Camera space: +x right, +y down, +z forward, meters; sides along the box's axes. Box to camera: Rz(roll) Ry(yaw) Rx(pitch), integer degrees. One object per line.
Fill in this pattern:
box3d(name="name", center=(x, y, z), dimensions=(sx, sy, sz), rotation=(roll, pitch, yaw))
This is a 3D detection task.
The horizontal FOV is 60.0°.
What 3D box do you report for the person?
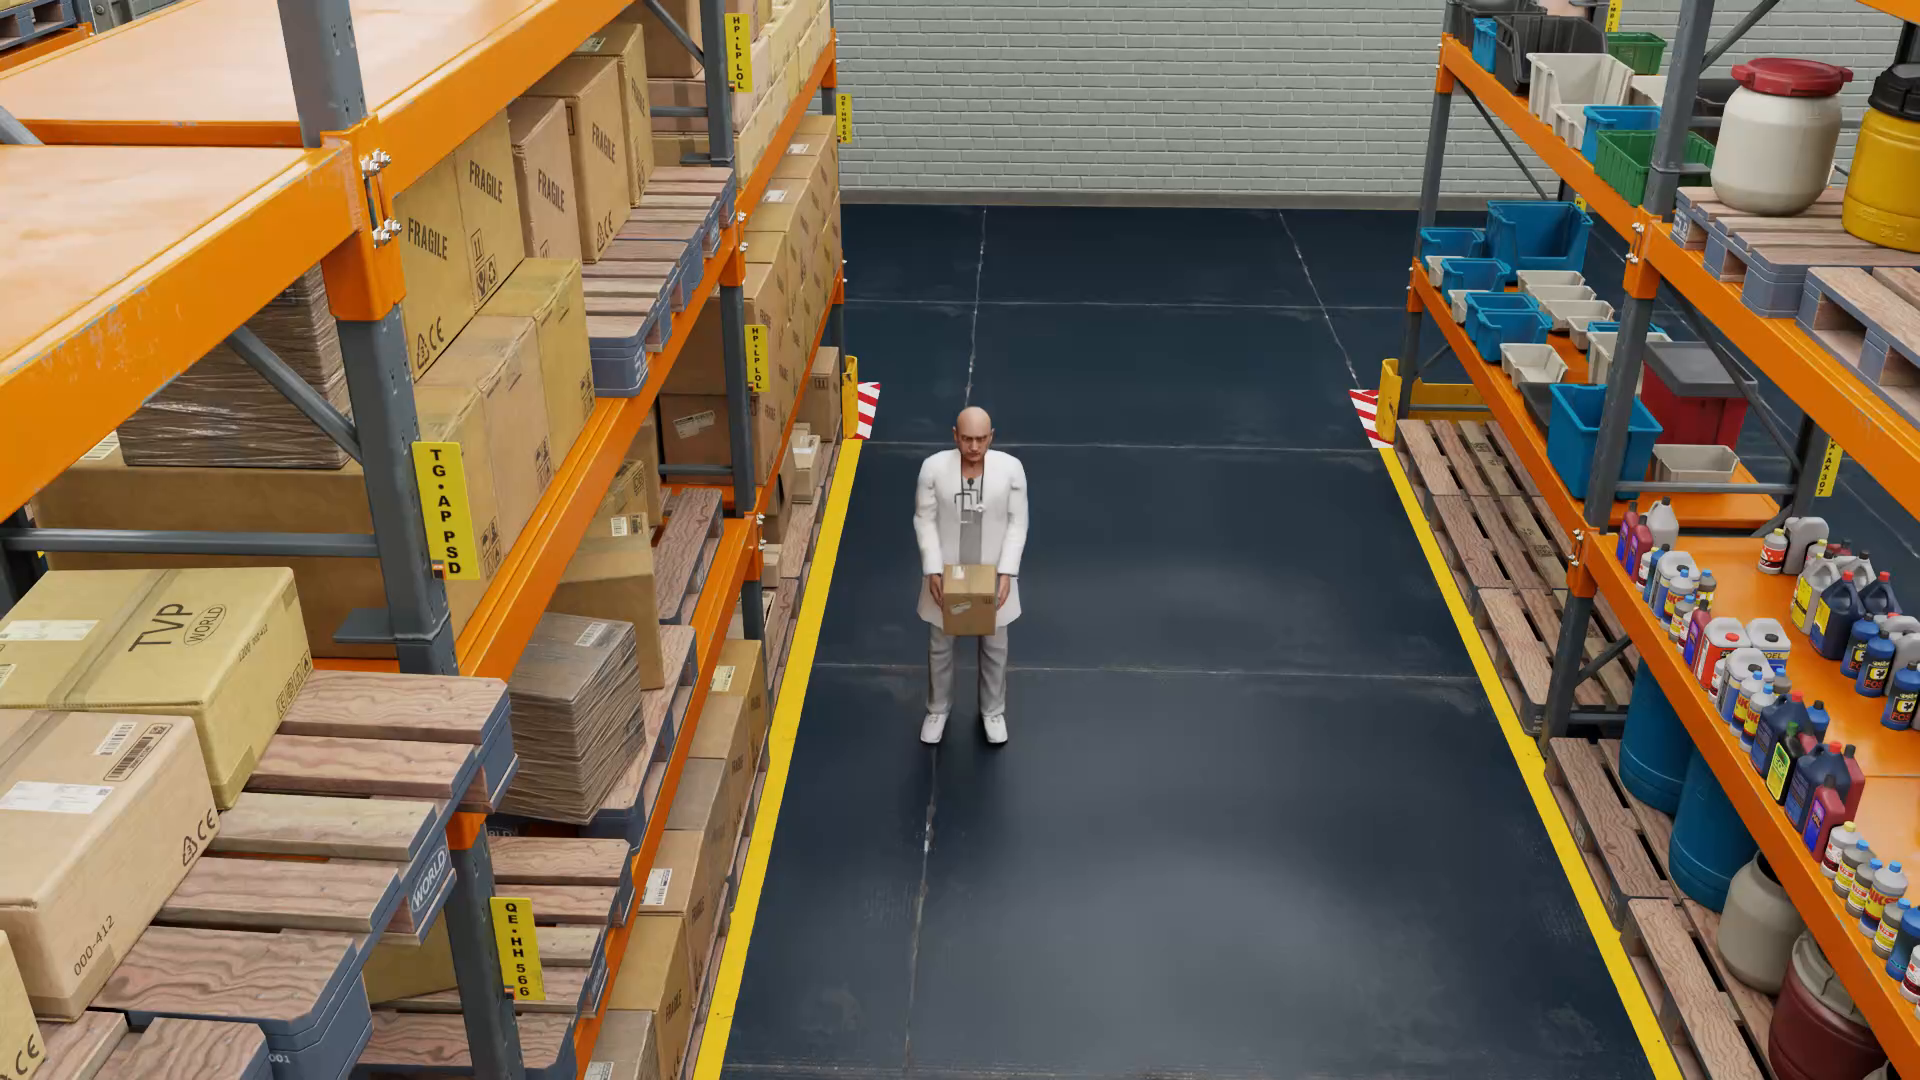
box3d(name="person", center=(0.052, 0.197, 8.250), dimensions=(0.572, 1.782, 0.479), rotation=(1, 28, 1))
